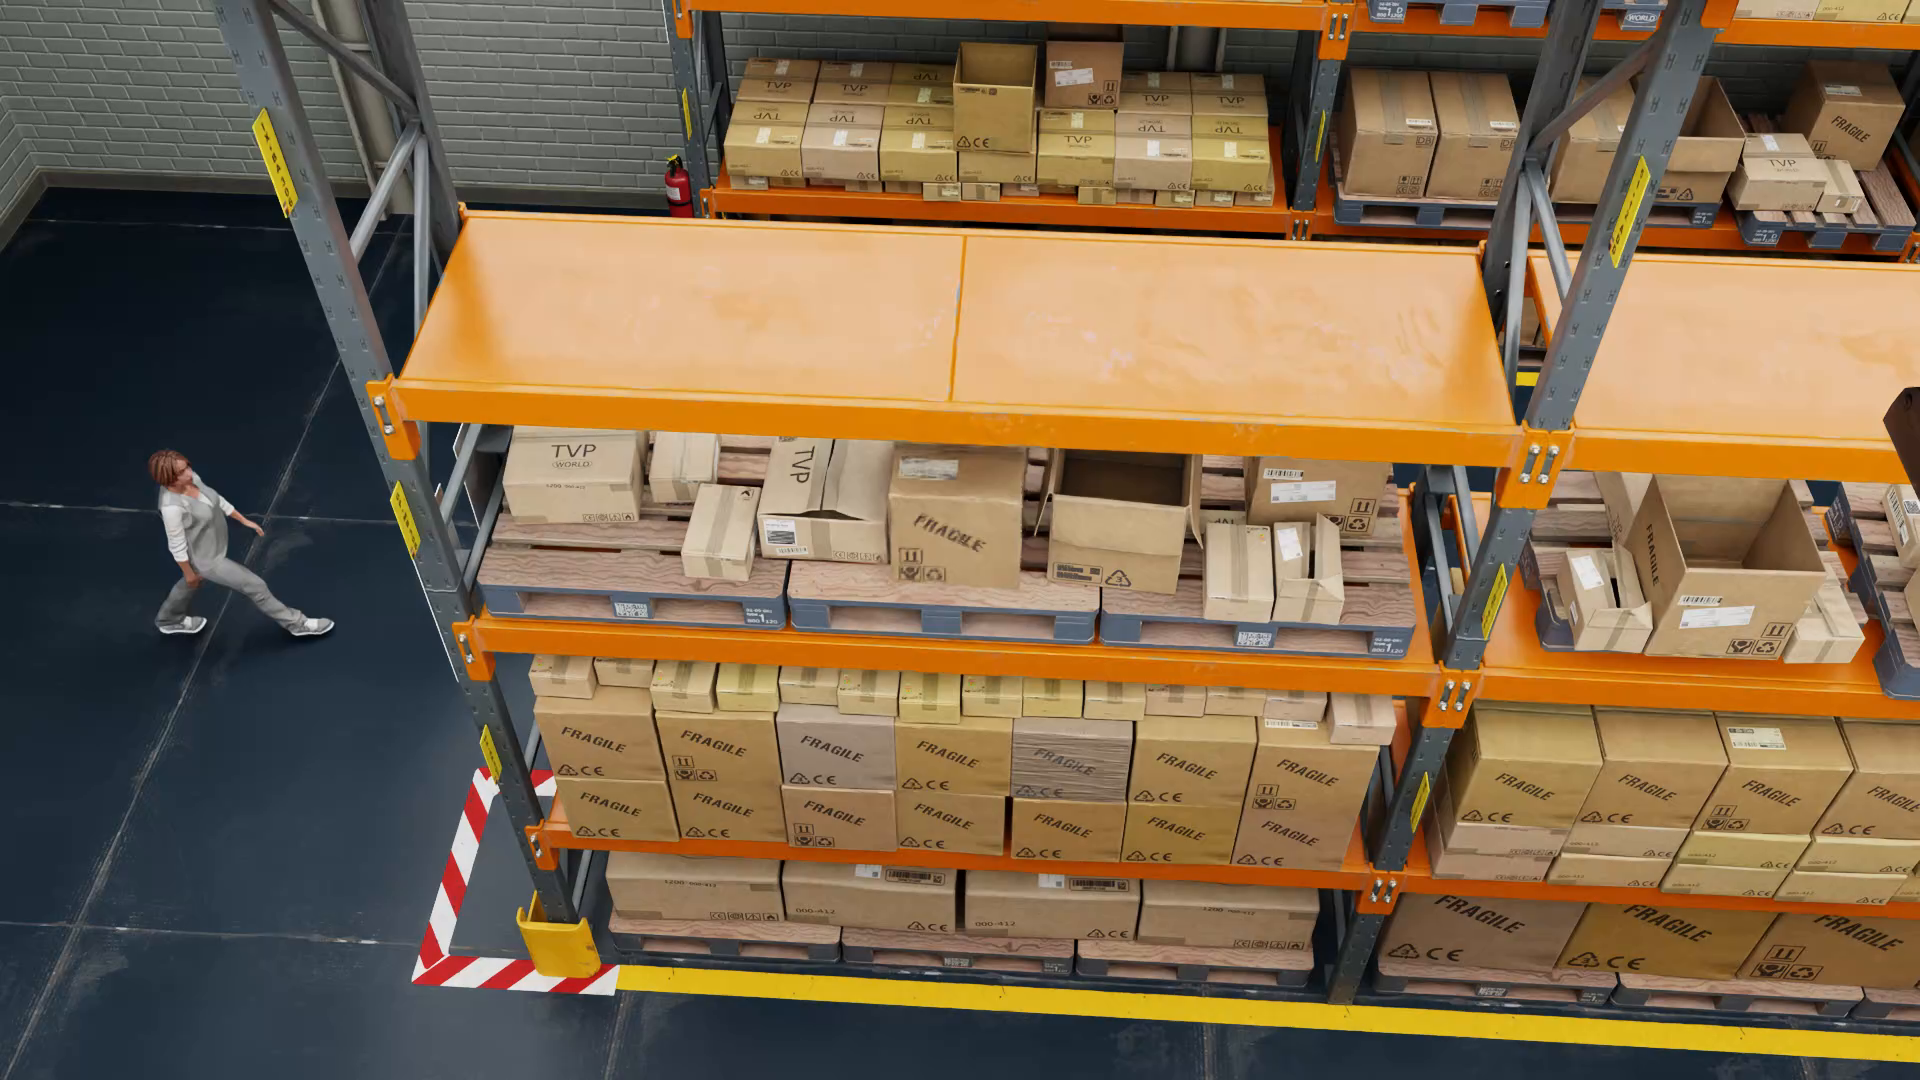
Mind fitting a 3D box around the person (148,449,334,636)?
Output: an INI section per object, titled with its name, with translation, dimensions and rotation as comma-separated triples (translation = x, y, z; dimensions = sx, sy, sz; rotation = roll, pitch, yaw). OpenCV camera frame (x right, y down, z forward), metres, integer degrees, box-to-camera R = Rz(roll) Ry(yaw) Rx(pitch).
[person]
translation = -4.355, 0.042, 9.632
dimensions = 1.023, 1.528, 0.420
rotation = -10, 49, -9
